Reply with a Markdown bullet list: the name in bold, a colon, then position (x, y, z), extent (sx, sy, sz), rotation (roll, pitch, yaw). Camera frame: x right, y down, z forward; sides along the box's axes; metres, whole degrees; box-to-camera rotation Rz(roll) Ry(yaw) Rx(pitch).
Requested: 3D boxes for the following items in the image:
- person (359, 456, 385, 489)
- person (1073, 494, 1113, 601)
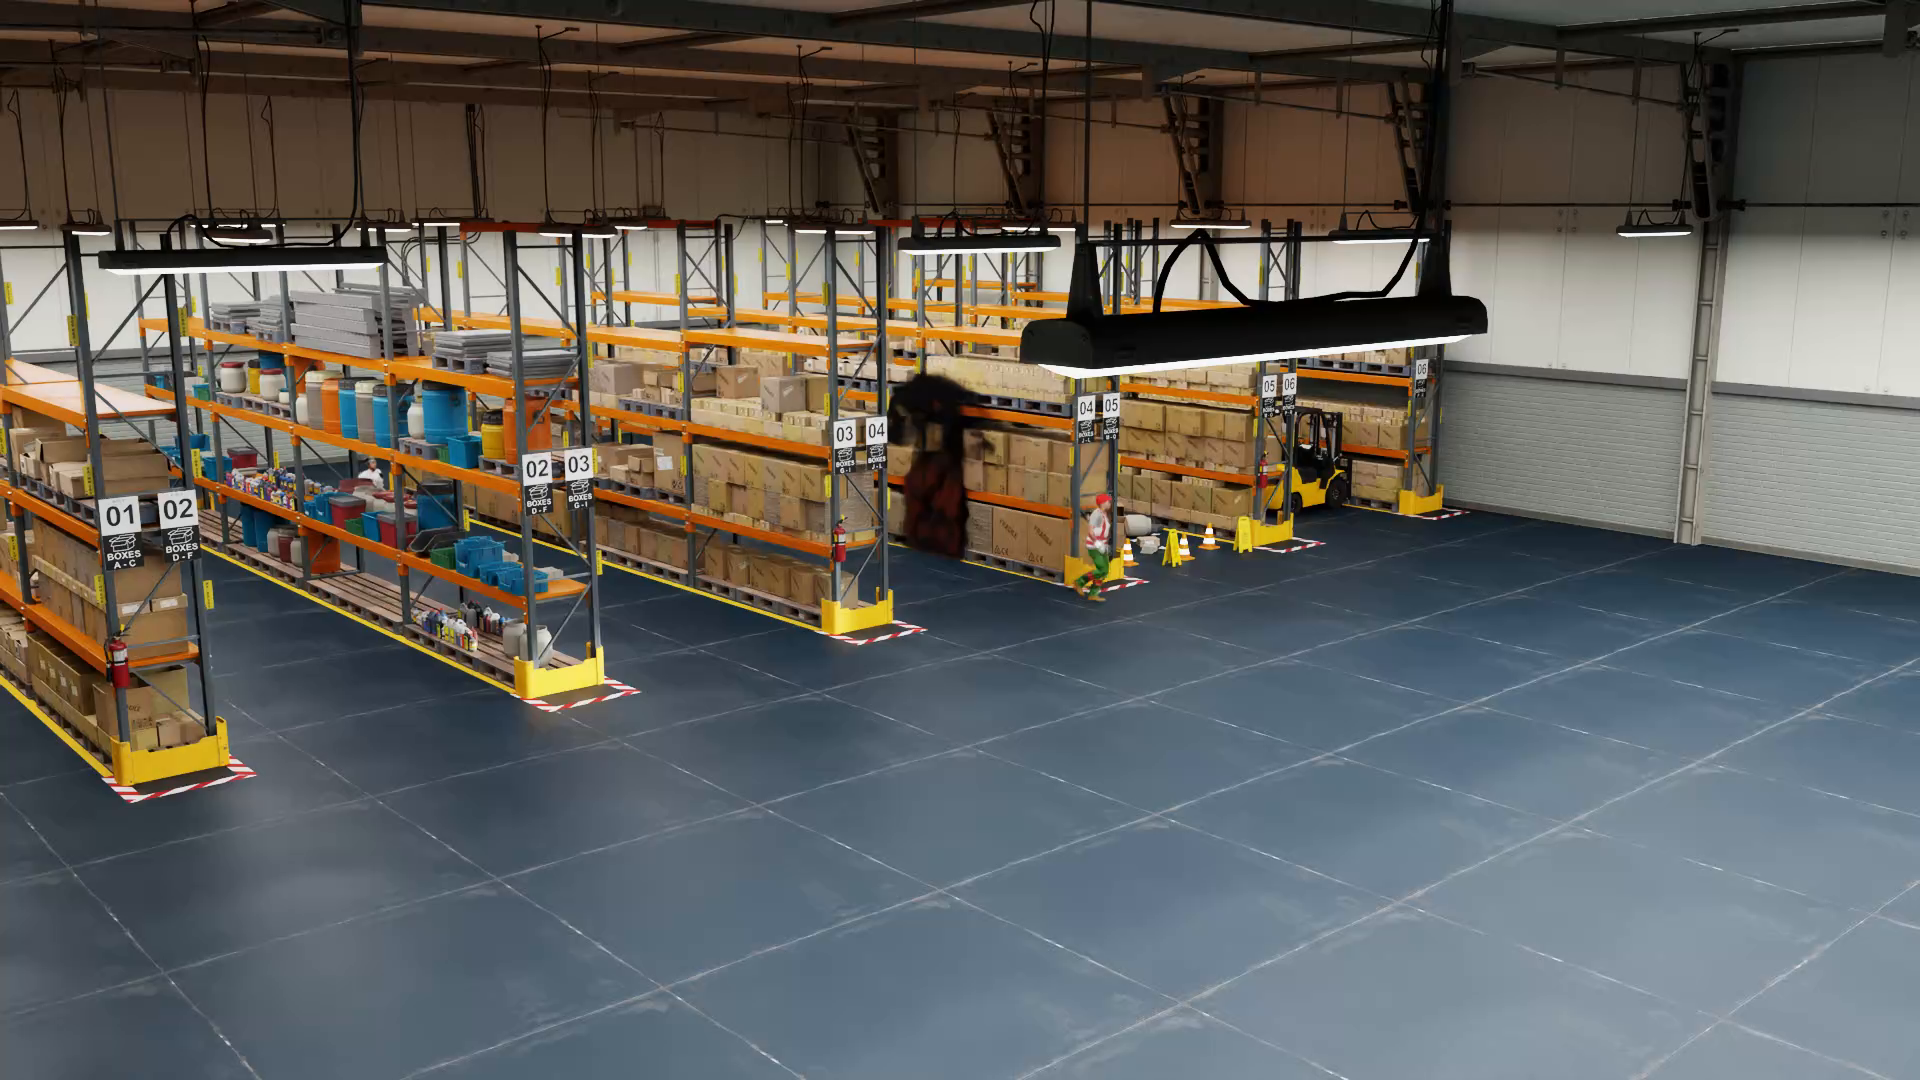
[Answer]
- **person**: position (-11.159, -0.790, 31.610), extent (0.535, 1.661, 0.604), rotation (9, 15, 39)
- **person**: position (2.160, 0.107, 26.882), extent (0.571, 1.728, 0.667), rotation (4, 12, 18)
